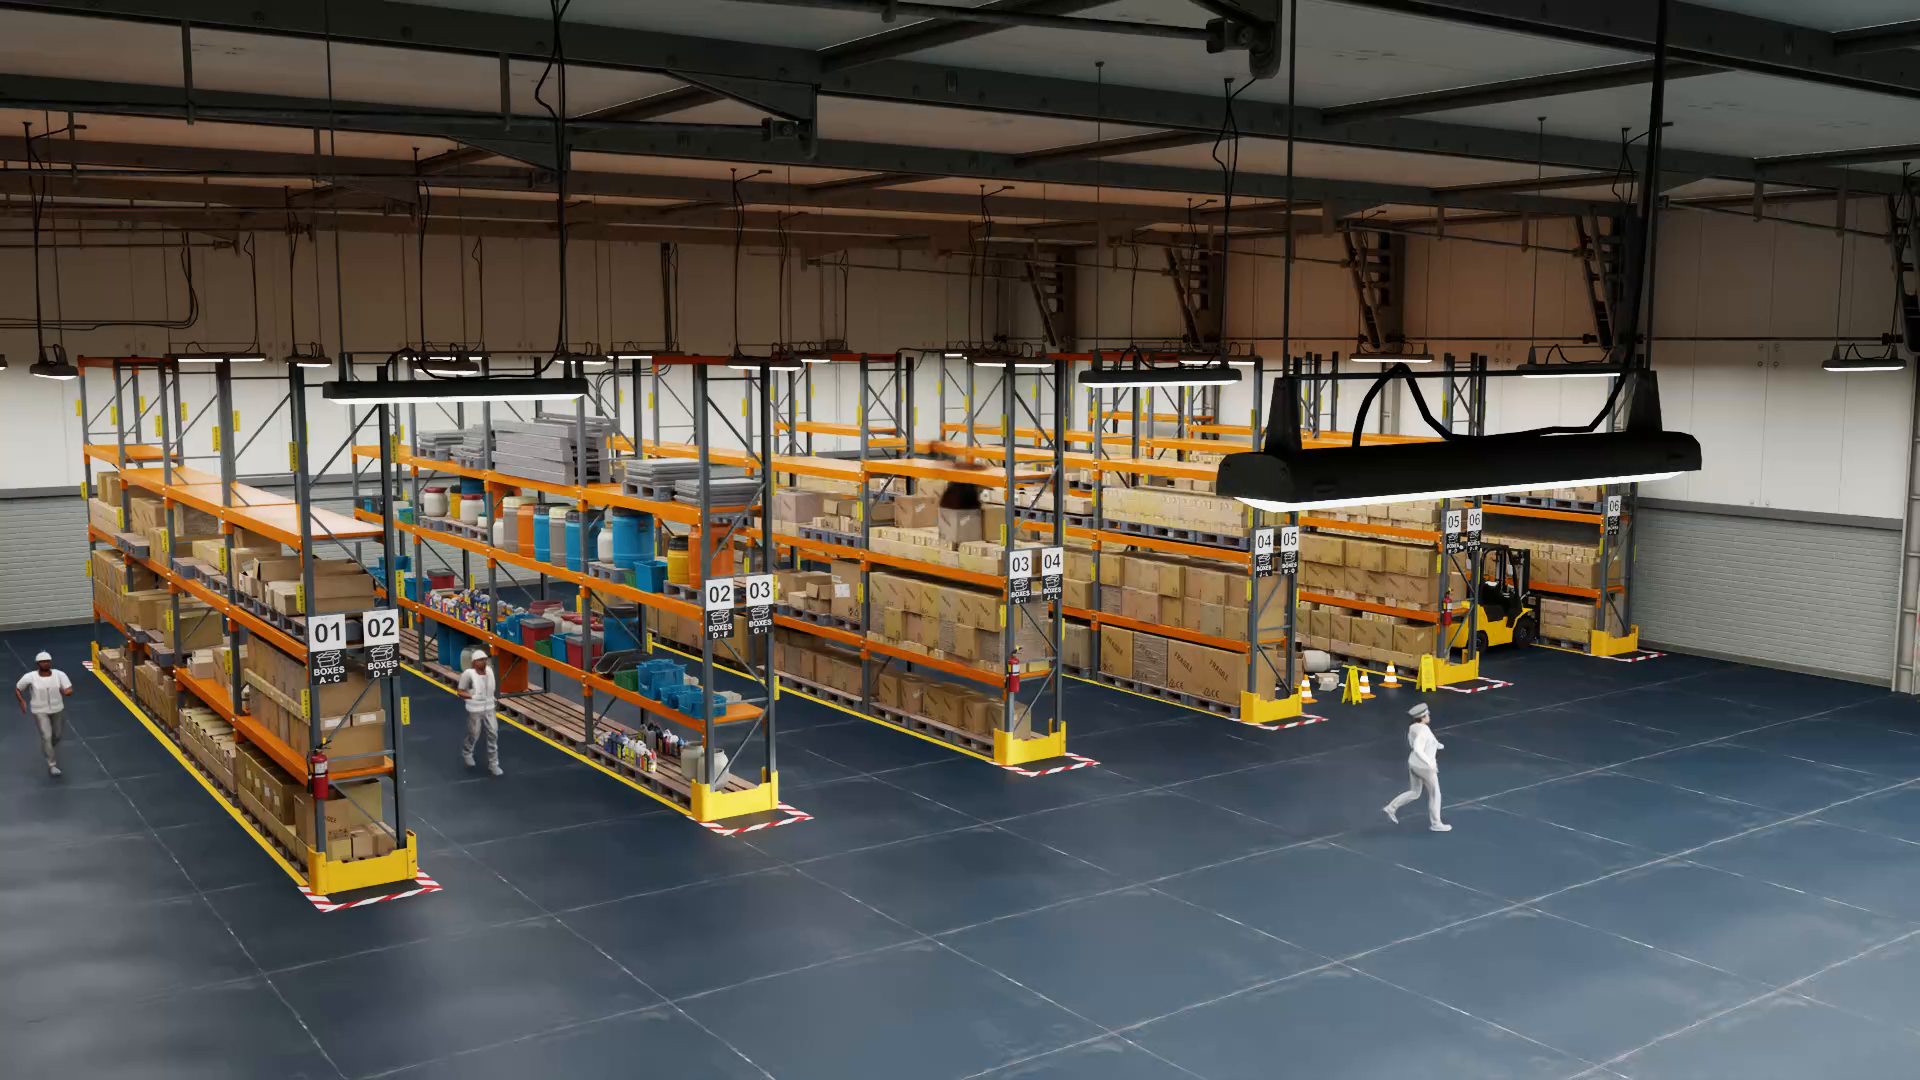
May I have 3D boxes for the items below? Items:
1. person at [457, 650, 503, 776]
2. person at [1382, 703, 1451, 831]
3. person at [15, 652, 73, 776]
[{"bbox_3d":[-7.027,2.499,24.288,0.667,1.808,0.894,-6,9,-43],"label":"person"},{"bbox_3d":[5.891,2.911,21.299,0.896,1.670,0.622,-1,7,-9],"label":"person"},{"bbox_3d":[-13.322,2.497,24.273,0.987,1.745,0.706,7,10,45],"label":"person"}]
